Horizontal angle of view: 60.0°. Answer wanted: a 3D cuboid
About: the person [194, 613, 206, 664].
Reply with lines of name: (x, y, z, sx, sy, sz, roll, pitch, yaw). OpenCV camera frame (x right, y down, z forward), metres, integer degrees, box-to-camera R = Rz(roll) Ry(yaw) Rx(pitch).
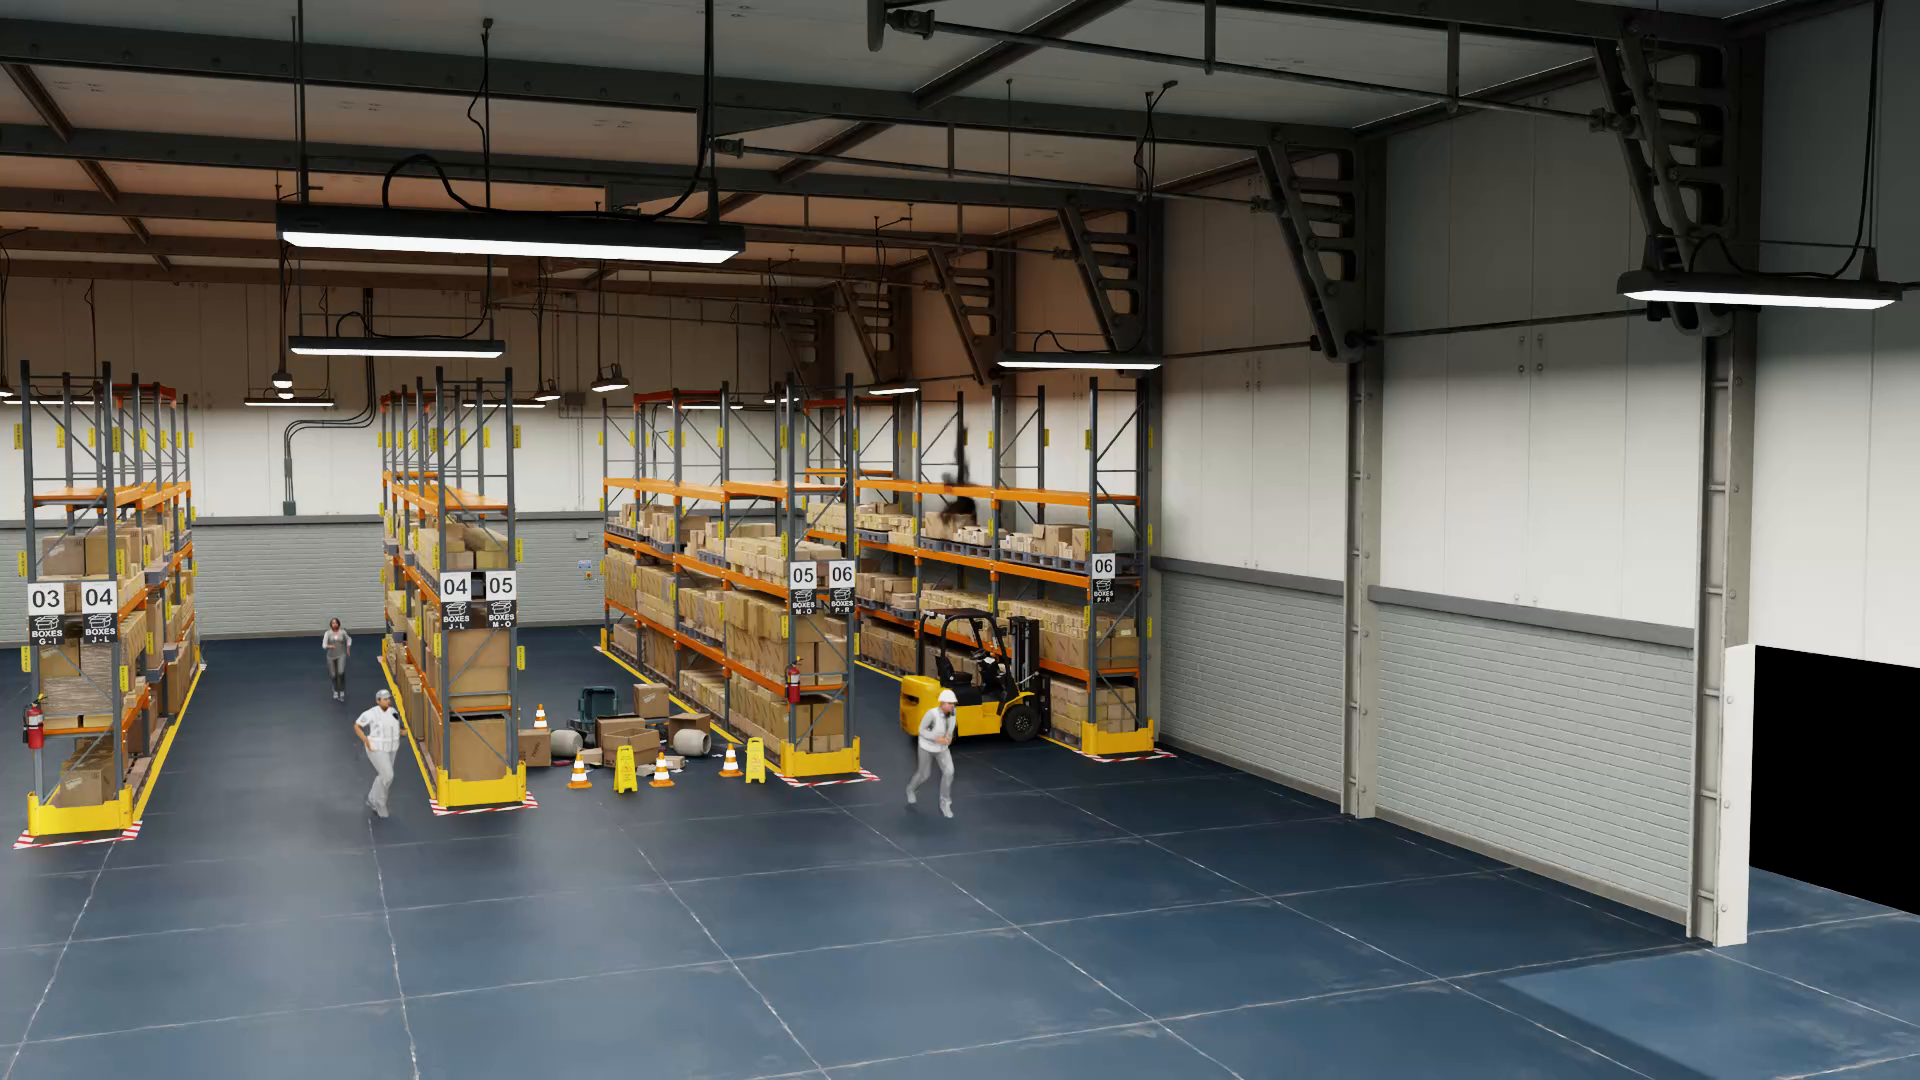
person: (-17.280, 1.891, 36.999, 0.854, 1.800, 0.695, 0, 3, -1)

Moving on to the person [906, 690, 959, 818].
person: (-0.368, 2.835, 22.380, 0.700, 1.735, 1.040, -3, 4, -40)

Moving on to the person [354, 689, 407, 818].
person: (-7.711, 2.850, 22.234, 0.721, 1.711, 0.581, 2, 4, 28)

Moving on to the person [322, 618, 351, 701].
person: (-11.938, 2.286, 31.857, 0.508, 1.604, 0.667, -1, 4, -16)
